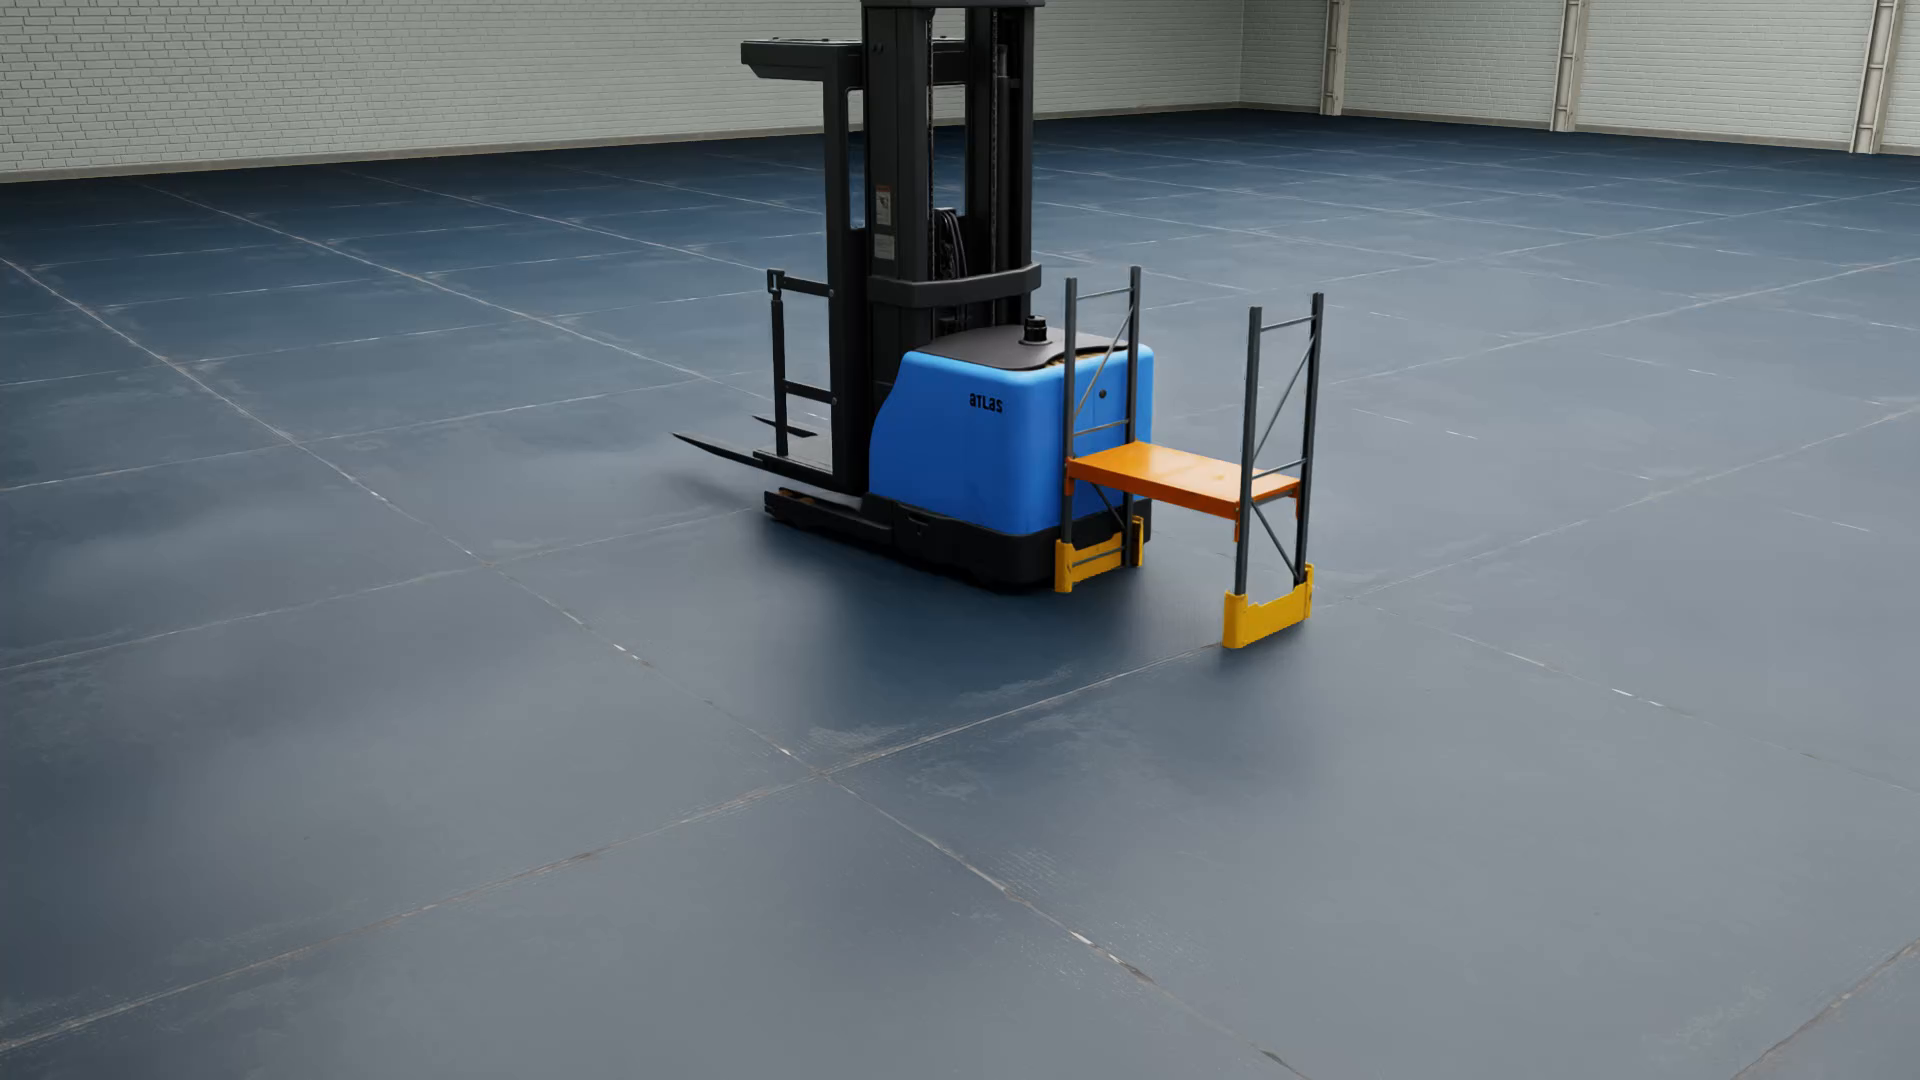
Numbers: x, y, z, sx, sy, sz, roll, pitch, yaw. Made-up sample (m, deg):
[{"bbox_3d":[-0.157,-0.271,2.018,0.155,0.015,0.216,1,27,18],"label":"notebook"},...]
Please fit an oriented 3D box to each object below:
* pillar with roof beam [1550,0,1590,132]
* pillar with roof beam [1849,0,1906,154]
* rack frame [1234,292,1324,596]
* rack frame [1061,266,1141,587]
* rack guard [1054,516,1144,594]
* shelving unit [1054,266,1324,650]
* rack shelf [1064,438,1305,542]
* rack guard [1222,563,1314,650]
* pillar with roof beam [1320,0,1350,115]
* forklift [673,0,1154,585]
[{"bbox_3d":[8.902,-11.765,29.937,9.100,9.000,0.400,-14,23,-36],"label":"pillar with roof beam"},{"bbox_3d":[12.628,-10.286,25.472,9.100,9.000,0.400,-14,23,-36],"label":"pillar with roof beam"},{"bbox_3d":[1.384,-0.303,7.252,0.500,1.500,0.032,-17,25,-42],"label":"rack frame"},{"bbox_3d":[0.669,-0.530,7.938,0.500,1.500,0.032,-17,25,-42],"label":"rack frame"},{"bbox_3d":[0.682,0.068,8.121,0.587,0.250,0.087,-17,25,-42],"label":"rack guard"},{"bbox_3d":[1.033,-0.414,7.589,0.587,1.500,1.083,-17,25,-42],"label":"shelving unit"},{"bbox_3d":[1.026,-0.246,7.652,0.538,0.185,1.000,-17,25,-42],"label":"rack shelf"},{"bbox_3d":[1.383,0.290,7.450,0.587,0.250,0.087,-17,25,-42],"label":"rack guard"},{"bbox_3d":[5.177,-13.243,34.402,9.100,9.000,0.400,-14,23,-36],"label":"pillar with roof beam"},{"bbox_3d":[-0.418,-1.555,8.756,1.130,2.935,3.031,-17,25,-42],"label":"forklift"}]
